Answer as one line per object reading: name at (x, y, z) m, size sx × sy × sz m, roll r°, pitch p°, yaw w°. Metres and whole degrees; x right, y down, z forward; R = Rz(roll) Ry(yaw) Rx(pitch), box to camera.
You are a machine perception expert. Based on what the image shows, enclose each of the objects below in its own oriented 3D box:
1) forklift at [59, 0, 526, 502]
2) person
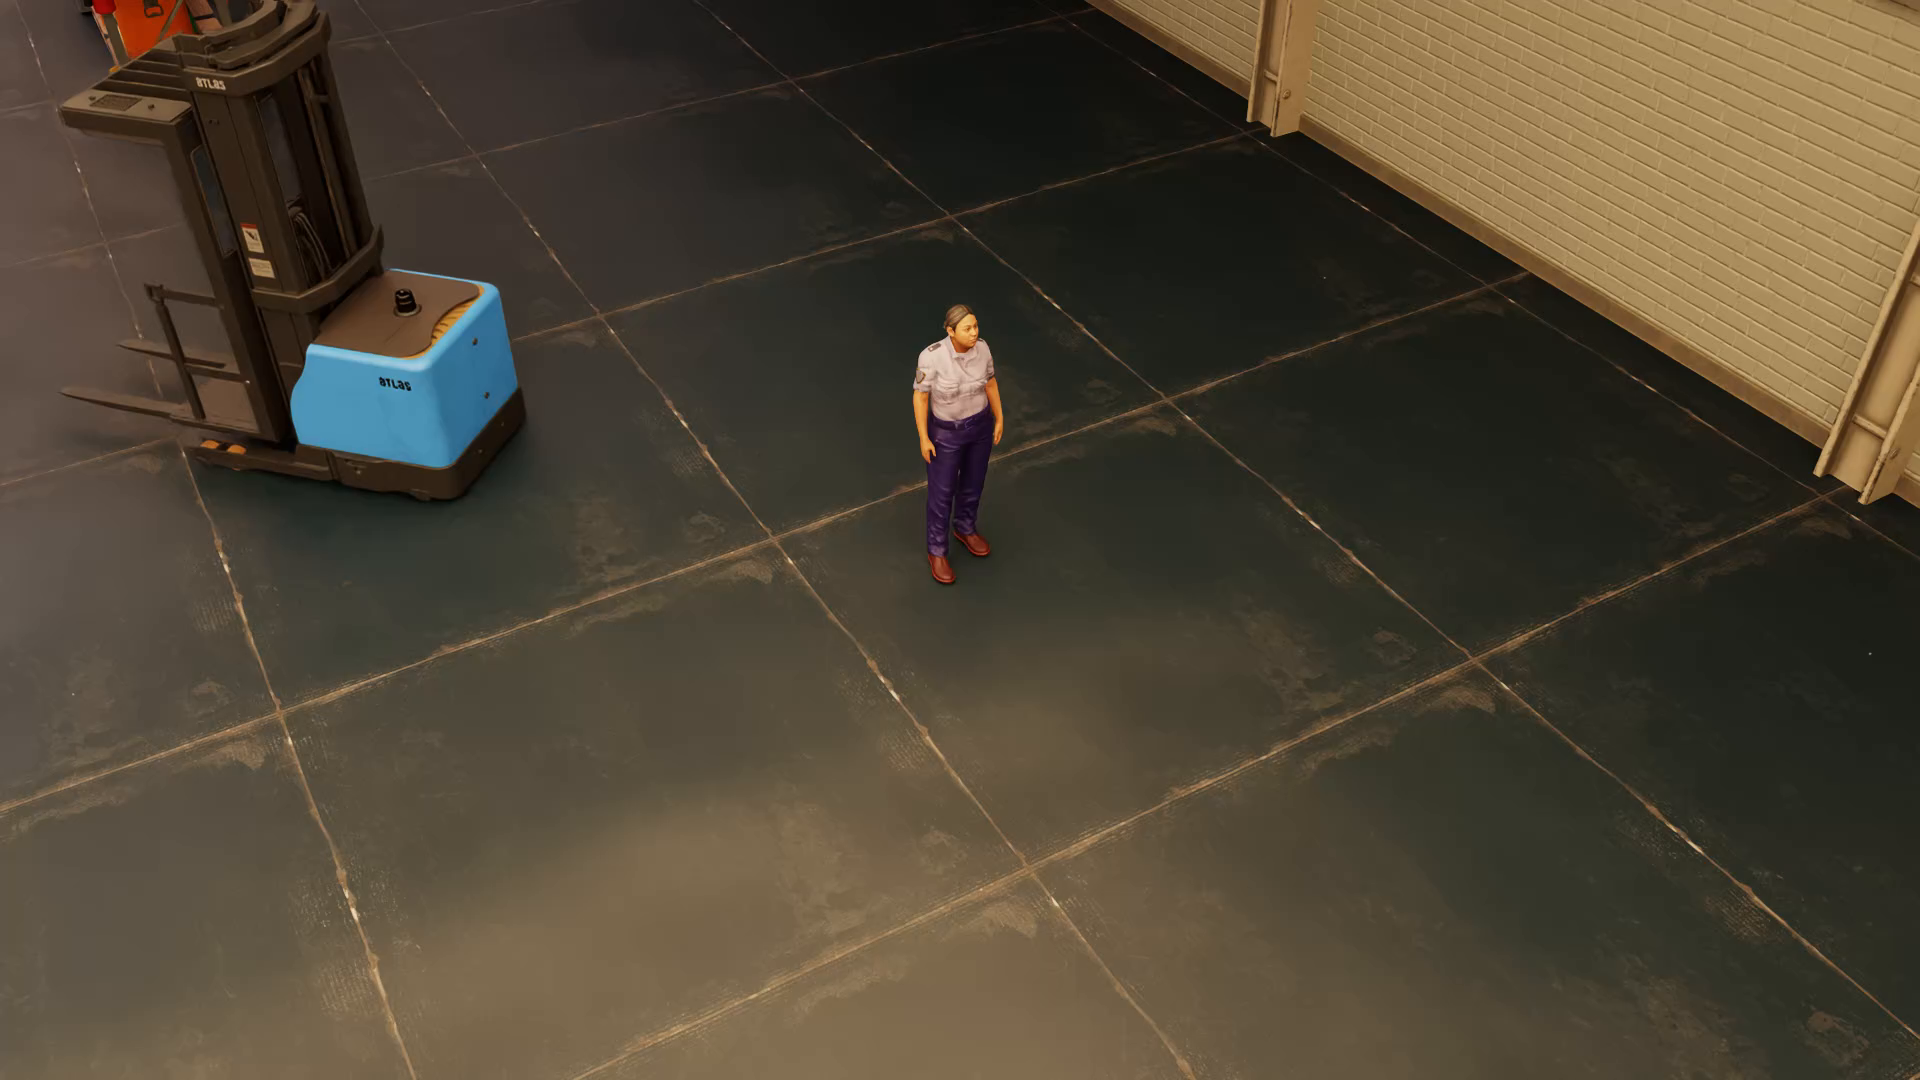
forklift at (-4.505, -1.897, 10.323) m, size 3.031 × 2.935 × 1.130 m, roll 10°, pitch 41°, yaw 12°
person at (0.025, -0.582, 9.733) m, size 0.598 × 1.651 × 0.502 m, roll -20°, pitch 44°, yaw -23°
